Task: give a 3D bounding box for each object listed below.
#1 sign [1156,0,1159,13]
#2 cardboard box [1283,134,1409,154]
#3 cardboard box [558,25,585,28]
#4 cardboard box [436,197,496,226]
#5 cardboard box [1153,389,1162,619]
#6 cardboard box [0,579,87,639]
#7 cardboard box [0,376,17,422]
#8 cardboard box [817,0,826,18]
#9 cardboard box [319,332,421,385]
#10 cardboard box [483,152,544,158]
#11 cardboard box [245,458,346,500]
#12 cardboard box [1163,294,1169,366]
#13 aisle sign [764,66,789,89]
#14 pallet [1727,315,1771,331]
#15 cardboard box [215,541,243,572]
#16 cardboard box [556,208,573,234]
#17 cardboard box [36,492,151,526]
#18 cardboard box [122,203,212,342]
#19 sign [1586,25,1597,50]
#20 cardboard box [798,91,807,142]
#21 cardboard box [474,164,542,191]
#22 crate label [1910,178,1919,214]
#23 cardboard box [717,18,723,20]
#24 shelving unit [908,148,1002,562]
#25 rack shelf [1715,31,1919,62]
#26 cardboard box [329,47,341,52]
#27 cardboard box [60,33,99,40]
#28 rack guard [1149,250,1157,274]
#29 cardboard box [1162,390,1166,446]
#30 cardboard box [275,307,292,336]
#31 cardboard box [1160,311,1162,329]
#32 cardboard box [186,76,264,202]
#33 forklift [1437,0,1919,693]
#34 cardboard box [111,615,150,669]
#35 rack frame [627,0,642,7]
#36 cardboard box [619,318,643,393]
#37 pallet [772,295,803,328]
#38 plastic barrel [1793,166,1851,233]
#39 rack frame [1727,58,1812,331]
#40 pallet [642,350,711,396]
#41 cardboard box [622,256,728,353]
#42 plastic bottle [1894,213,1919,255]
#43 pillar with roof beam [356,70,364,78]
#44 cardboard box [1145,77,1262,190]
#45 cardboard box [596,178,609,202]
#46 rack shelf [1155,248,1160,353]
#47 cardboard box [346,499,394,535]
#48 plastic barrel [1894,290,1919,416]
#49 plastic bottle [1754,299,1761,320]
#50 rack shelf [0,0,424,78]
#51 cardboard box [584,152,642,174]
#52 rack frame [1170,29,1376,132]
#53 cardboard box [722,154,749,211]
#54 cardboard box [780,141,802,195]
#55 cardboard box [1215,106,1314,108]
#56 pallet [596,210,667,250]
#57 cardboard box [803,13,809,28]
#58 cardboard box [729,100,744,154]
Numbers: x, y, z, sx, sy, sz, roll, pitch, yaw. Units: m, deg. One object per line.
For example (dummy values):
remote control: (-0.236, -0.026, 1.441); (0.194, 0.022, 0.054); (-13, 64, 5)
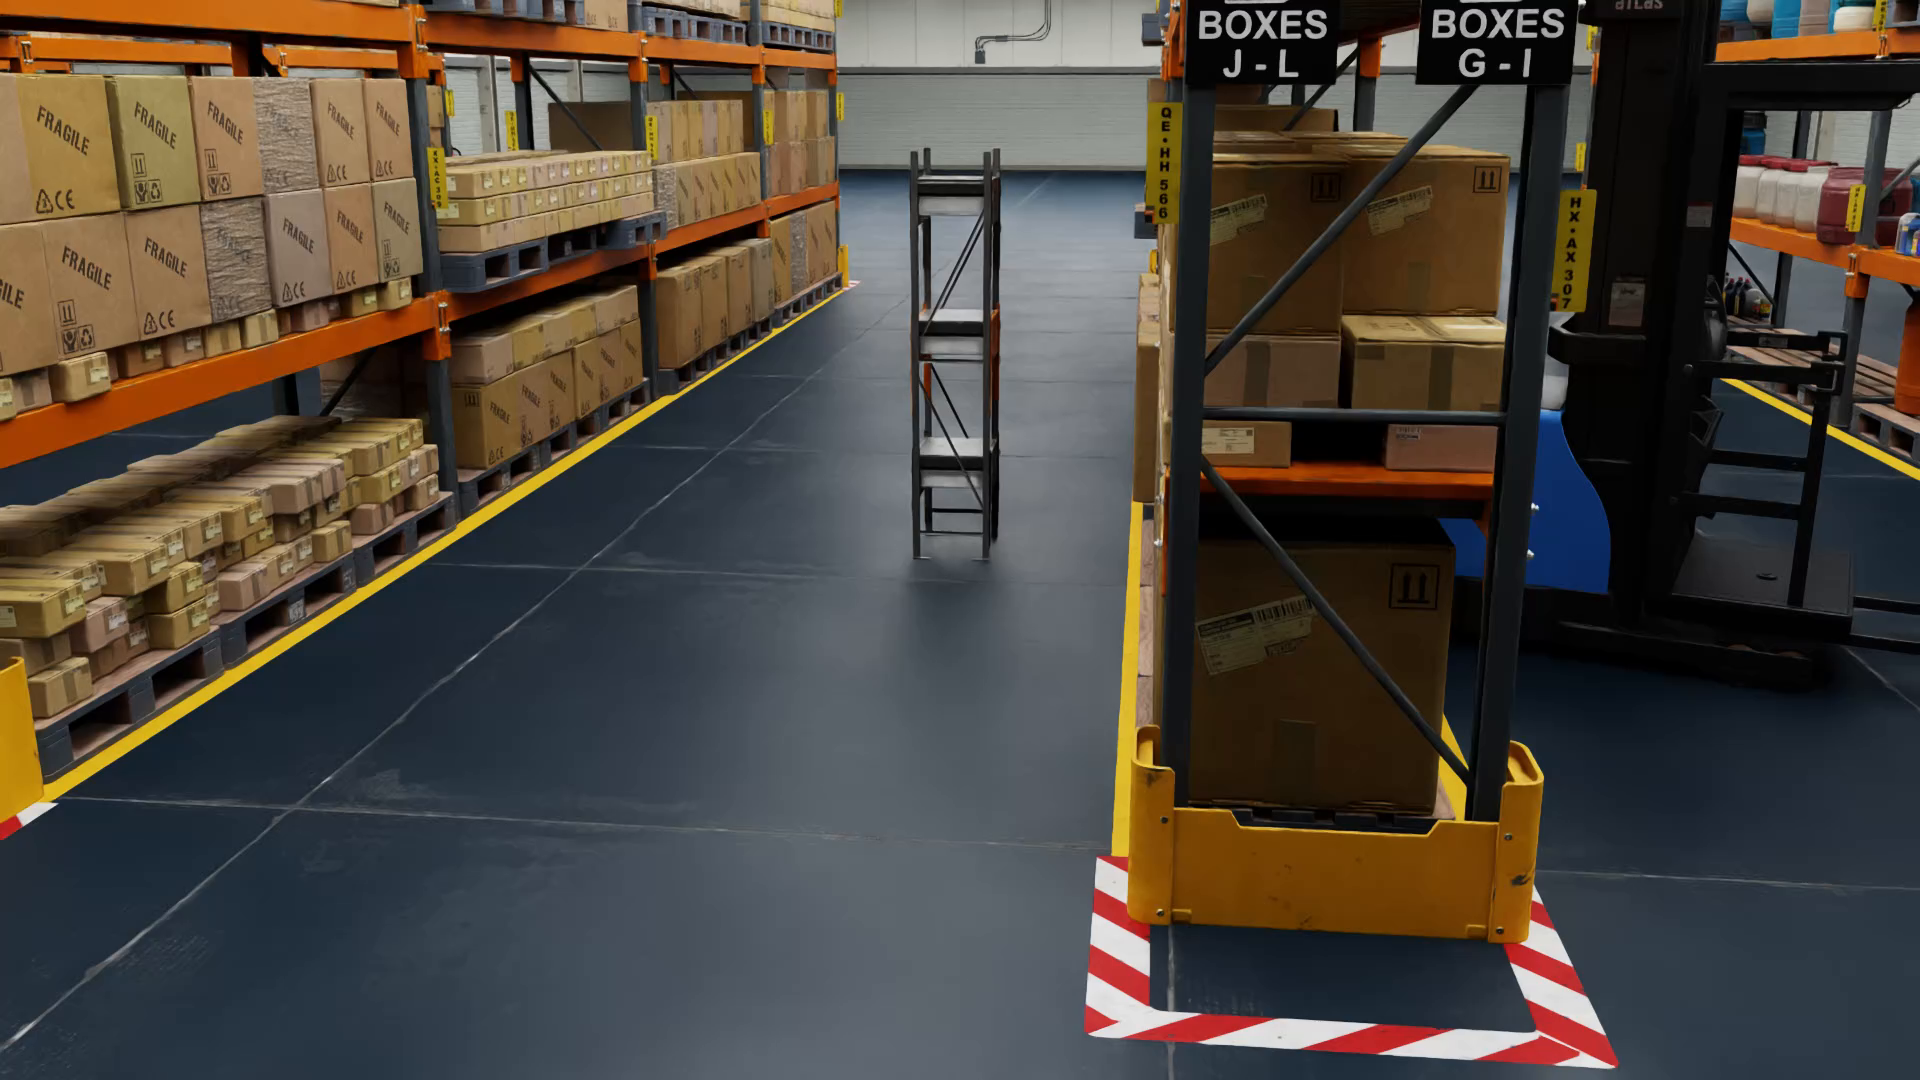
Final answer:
sign: (1.915, -5.165, 15.781); (0.100, 0.325, 0.005); (2, 15, 6)
cardboard box: (1.705, -1.555, 7.447); (0.500, 0.500, 0.500); (2, 15, 7)
cardboard box: (-2.830, -3.670, 11.048); (0.500, 0.500, 0.500); (2, 15, 6)
cardboard box: (-2.864, -1.865, 9.419); (0.380, 0.149, 0.250); (2, 15, 7)
cardboard box: (1.296, -0.154, 7.250); (0.875, 0.875, 0.875); (2, 15, 6)
cardboard box: (-3.420, 0.247, 6.020); (0.380, 0.149, 0.250); (1, 15, 4)
cardboard box: (-3.454, -0.467, 5.623); (0.380, 0.149, 0.250); (2, 15, 6)
cardboard box: (-1.846, -6.169, 19.204); (0.500, 0.250, 0.500); (2, 15, 6)
cardboard box: (-3.532, -1.110, 10.067); (0.500, 0.250, 0.500); (1, 15, 5)
cardboard box: (-3.218, -2.710, 11.974); (0.380, 0.149, 0.250); (2, 15, 6)
cardboard box: (-3.203, -0.295, 8.023); (0.380, 0.149, 0.250); (1, 15, 4)
cardboard box: (0.949, -0.678, 5.639); (0.500, 0.250, 0.500); (1, 15, 5)
aisle sign: (-2.301, -5.946, 20.423); (0.394, 0.787, 0.004); (2, 15, 6)
pallet: (7.493, -2.135, 16.652); (1.003, 0.211, 1.213); (2, 15, 6)
cardboard box: (-3.414, 0.046, 7.333); (0.380, 0.149, 0.250); (2, 15, 9)
cardboard box: (-2.722, -2.060, 10.711); (0.380, 0.149, 0.250); (1, 15, 5)
cardboard box: (-3.813, -0.108, 7.333); (0.380, 0.149, 0.250); (1, 15, 4)
cardboard box: (-3.388, -1.080, 6.649); (0.500, 0.500, 0.500); (2, 15, 7)
sign: (7.281, -5.815, 19.157); (0.100, 0.325, 0.005); (2, 15, 6)
cardboard box: (-2.191, -4.734, 18.567); (0.875, 0.550, 0.500); (2, 15, 6)
cardboard box: (-2.776, -2.212, 10.133); (0.380, 0.149, 0.250); (1, 15, 6)
crate label: (7.305, -2.537, 12.731); (0.502, 0.435, 0.616); (2, 15, 6)
cardboard box: (-2.683, -5.440, 17.273); (0.380, 0.149, 0.250); (2, 15, 7)
shelving unit: (-0.019, -0.971, 8.729); (0.431, 2.100, 0.503); (2, 15, 6)
rack shelf: (7.150, -3.890, 13.433); (1.077, 0.370, 4.000); (2, 15, 6)
cardboard box: (-7.001, -5.412, 18.167); (0.380, 0.149, 0.250); (1, 15, 5)
cardboard box: (-7.727, -4.450, 13.934); (0.700, 0.500, 0.500); (2, 15, 6)
rack guard: (2.897, -3.265, 20.278); (1.175, 0.500, 0.348); (2, 15, 6)
cardboard box: (0.841, -0.390, 5.338); (0.380, 0.149, 0.250); (2, 15, 7)
cardboard box: (-3.311, -1.009, 7.630); (0.380, 0.149, 0.250); (1, 15, 5)
cardboard box: (1.073, -0.920, 7.297); (0.380, 0.149, 0.250); (1, 15, 5)
cardboard box: (-3.317, -1.694, 7.005); (0.500, 0.500, 0.500); (1, 15, 4)
forklift: (3.405, -0.945, 7.043); (3.031, 2.935, 1.130); (8, 17, 27)
cardboard box: (-3.470, 0.398, 6.599); (0.380, 0.149, 0.250); (2, 15, 7)
rack frame: (-2.914, -5.485, 12.205); (1.000, 3.000, 0.127); (2, 15, 6)
cardboard box: (-2.728, -1.406, 12.600); (0.500, 0.500, 0.500); (2, 15, 6)
pallet: (-2.299, -2.475, 17.910); (1.003, 0.211, 1.213); (2, 15, 6)
plastic barrel: (6.876, -2.707, 13.211); (0.421, 0.512, 0.421); (0, 15, 0)
rack frame: (7.376, -3.308, 15.649); (1.000, 3.000, 0.127); (2, 15, 6)
pallet: (-2.750, -1.445, 14.101); (1.003, 0.211, 1.213); (2, 15, 6)
cardboard box: (-2.660, -2.087, 14.641); (1.050, 0.750, 0.750); (2, 15, 7)
plastic bottle: (6.555, -2.108, 11.448); (0.152, 0.276, 0.135); (2, 15, 6)
pillar with roof beam: (-7.216, -10.656, 31.330); (9.100, 9.000, 0.400); (2, 15, 6)
cardboard box: (2.226, -3.744, 15.308); (1.000, 1.000, 1.000); (2, 15, 7)
cardboard box: (-2.632, -2.405, 11.417); (0.380, 0.149, 0.250); (2, 15, 6)
rack shelf: (1.777, -1.550, 10.527); (1.077, 0.370, 4.000); (2, 15, 6)
cardboard box: (-3.149, -0.131, 8.555); (0.380, 0.149, 0.250); (1, 15, 4)
plastic barrel: (6.886, -1.298, 11.569); (0.600, 0.830, 0.708); (2, 15, 6)
plastic bottle: (7.859, -2.265, 16.312); (0.097, 0.201, 0.097); (0, 15, 0)
rack shelf: (-3.591, -2.133, 6.936); (1.077, 0.370, 4.000); (2, 15, 6)
cardboard box: (-2.544, -2.752, 12.128); (0.380, 0.149, 0.250); (2, 15, 6)
rack frame: (1.552, -1.379, 8.515); (1.000, 3.000, 0.127); (2, 15, 6)
cardboard box: (-2.313, -3.400, 15.798); (0.500, 0.500, 0.500); (2, 15, 6)
cardboard box: (-2.215, -4.074, 18.196); (0.875, 0.550, 0.550); (2, 15, 6)
cardboard box: (1.705, -2.255, 9.641); (0.797, 0.503, 0.637); (2, 15, 7)
pallet: (-2.888, -2.308, 12.318); (1.213, 0.211, 1.003); (2, 15, 6)
cardboard box: (-1.884, -5.749, 18.417); (0.380, 0.149, 0.250); (2, 15, 7)
cardboard box: (-2.513, -4.028, 16.205); (0.700, 0.500, 0.500); (1, 15, 5)
